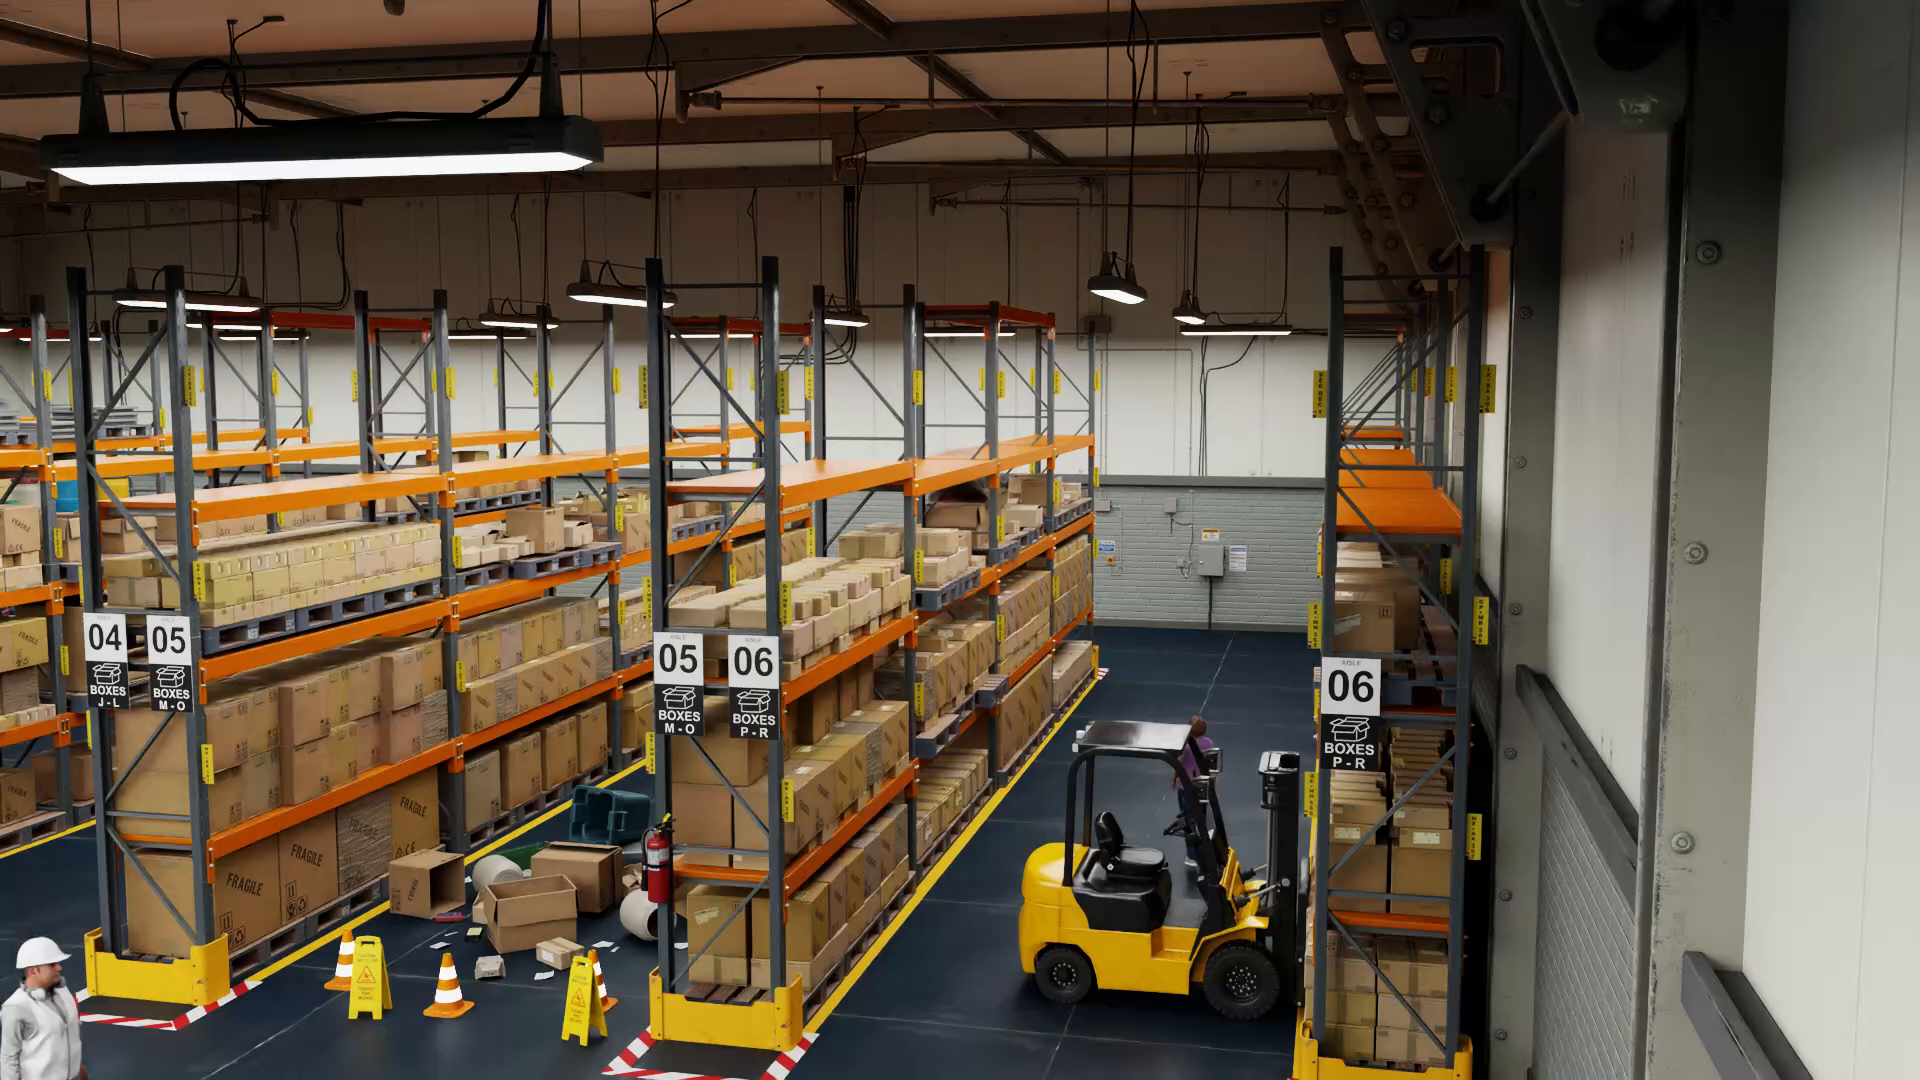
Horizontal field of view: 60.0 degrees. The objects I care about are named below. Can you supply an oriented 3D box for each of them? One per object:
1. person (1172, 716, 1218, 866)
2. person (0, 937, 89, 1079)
[{"bbox_3d":[2.465,2.591,17.483,0.465,1.547,0.841,0,6,2],"label":"person"},{"bbox_3d":[-5.546,3.311,10.067,0.376,1.854,0.622,1,6,9],"label":"person"}]
